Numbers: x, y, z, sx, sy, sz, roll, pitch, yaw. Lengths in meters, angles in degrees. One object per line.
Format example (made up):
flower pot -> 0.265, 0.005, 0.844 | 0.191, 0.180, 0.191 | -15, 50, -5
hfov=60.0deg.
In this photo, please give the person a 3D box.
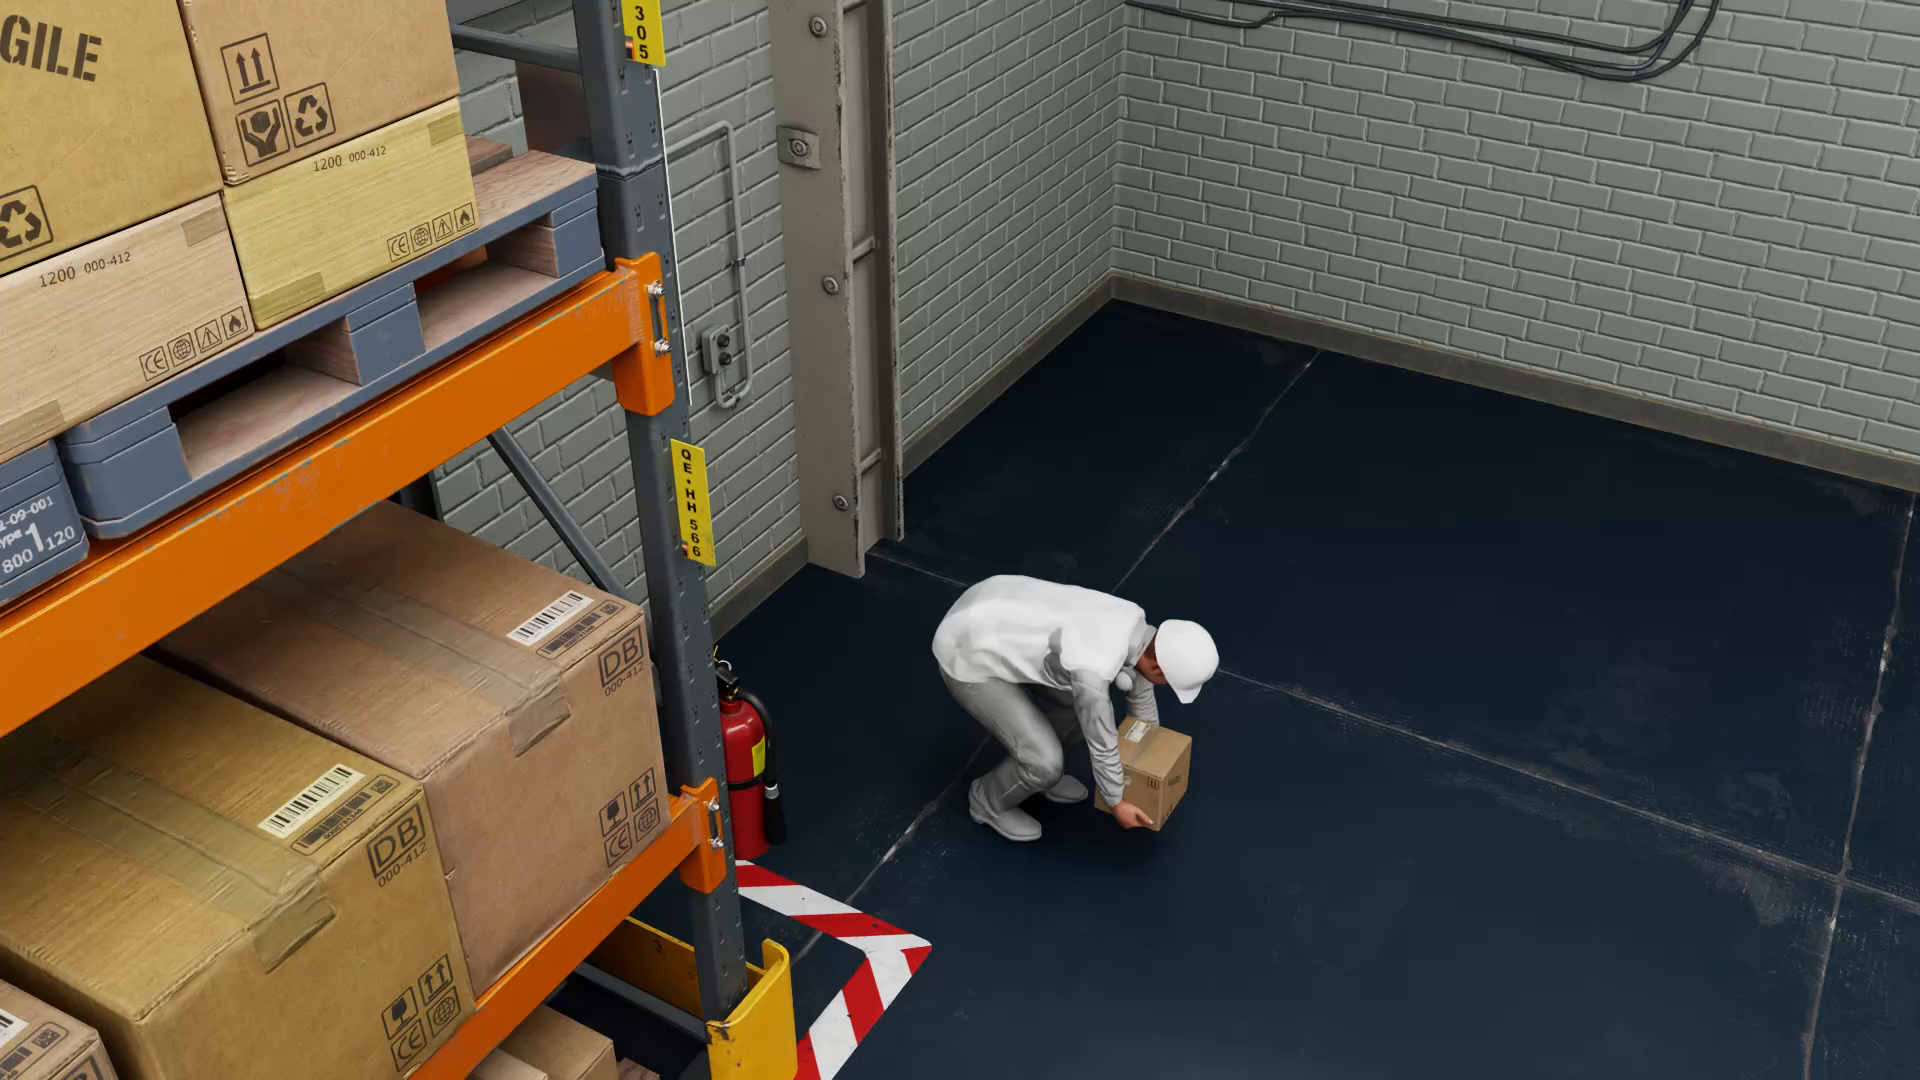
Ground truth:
person -> 0.396, 0.619, 5.881 | 0.996, 1.012, 0.501 | 16, 37, 22
